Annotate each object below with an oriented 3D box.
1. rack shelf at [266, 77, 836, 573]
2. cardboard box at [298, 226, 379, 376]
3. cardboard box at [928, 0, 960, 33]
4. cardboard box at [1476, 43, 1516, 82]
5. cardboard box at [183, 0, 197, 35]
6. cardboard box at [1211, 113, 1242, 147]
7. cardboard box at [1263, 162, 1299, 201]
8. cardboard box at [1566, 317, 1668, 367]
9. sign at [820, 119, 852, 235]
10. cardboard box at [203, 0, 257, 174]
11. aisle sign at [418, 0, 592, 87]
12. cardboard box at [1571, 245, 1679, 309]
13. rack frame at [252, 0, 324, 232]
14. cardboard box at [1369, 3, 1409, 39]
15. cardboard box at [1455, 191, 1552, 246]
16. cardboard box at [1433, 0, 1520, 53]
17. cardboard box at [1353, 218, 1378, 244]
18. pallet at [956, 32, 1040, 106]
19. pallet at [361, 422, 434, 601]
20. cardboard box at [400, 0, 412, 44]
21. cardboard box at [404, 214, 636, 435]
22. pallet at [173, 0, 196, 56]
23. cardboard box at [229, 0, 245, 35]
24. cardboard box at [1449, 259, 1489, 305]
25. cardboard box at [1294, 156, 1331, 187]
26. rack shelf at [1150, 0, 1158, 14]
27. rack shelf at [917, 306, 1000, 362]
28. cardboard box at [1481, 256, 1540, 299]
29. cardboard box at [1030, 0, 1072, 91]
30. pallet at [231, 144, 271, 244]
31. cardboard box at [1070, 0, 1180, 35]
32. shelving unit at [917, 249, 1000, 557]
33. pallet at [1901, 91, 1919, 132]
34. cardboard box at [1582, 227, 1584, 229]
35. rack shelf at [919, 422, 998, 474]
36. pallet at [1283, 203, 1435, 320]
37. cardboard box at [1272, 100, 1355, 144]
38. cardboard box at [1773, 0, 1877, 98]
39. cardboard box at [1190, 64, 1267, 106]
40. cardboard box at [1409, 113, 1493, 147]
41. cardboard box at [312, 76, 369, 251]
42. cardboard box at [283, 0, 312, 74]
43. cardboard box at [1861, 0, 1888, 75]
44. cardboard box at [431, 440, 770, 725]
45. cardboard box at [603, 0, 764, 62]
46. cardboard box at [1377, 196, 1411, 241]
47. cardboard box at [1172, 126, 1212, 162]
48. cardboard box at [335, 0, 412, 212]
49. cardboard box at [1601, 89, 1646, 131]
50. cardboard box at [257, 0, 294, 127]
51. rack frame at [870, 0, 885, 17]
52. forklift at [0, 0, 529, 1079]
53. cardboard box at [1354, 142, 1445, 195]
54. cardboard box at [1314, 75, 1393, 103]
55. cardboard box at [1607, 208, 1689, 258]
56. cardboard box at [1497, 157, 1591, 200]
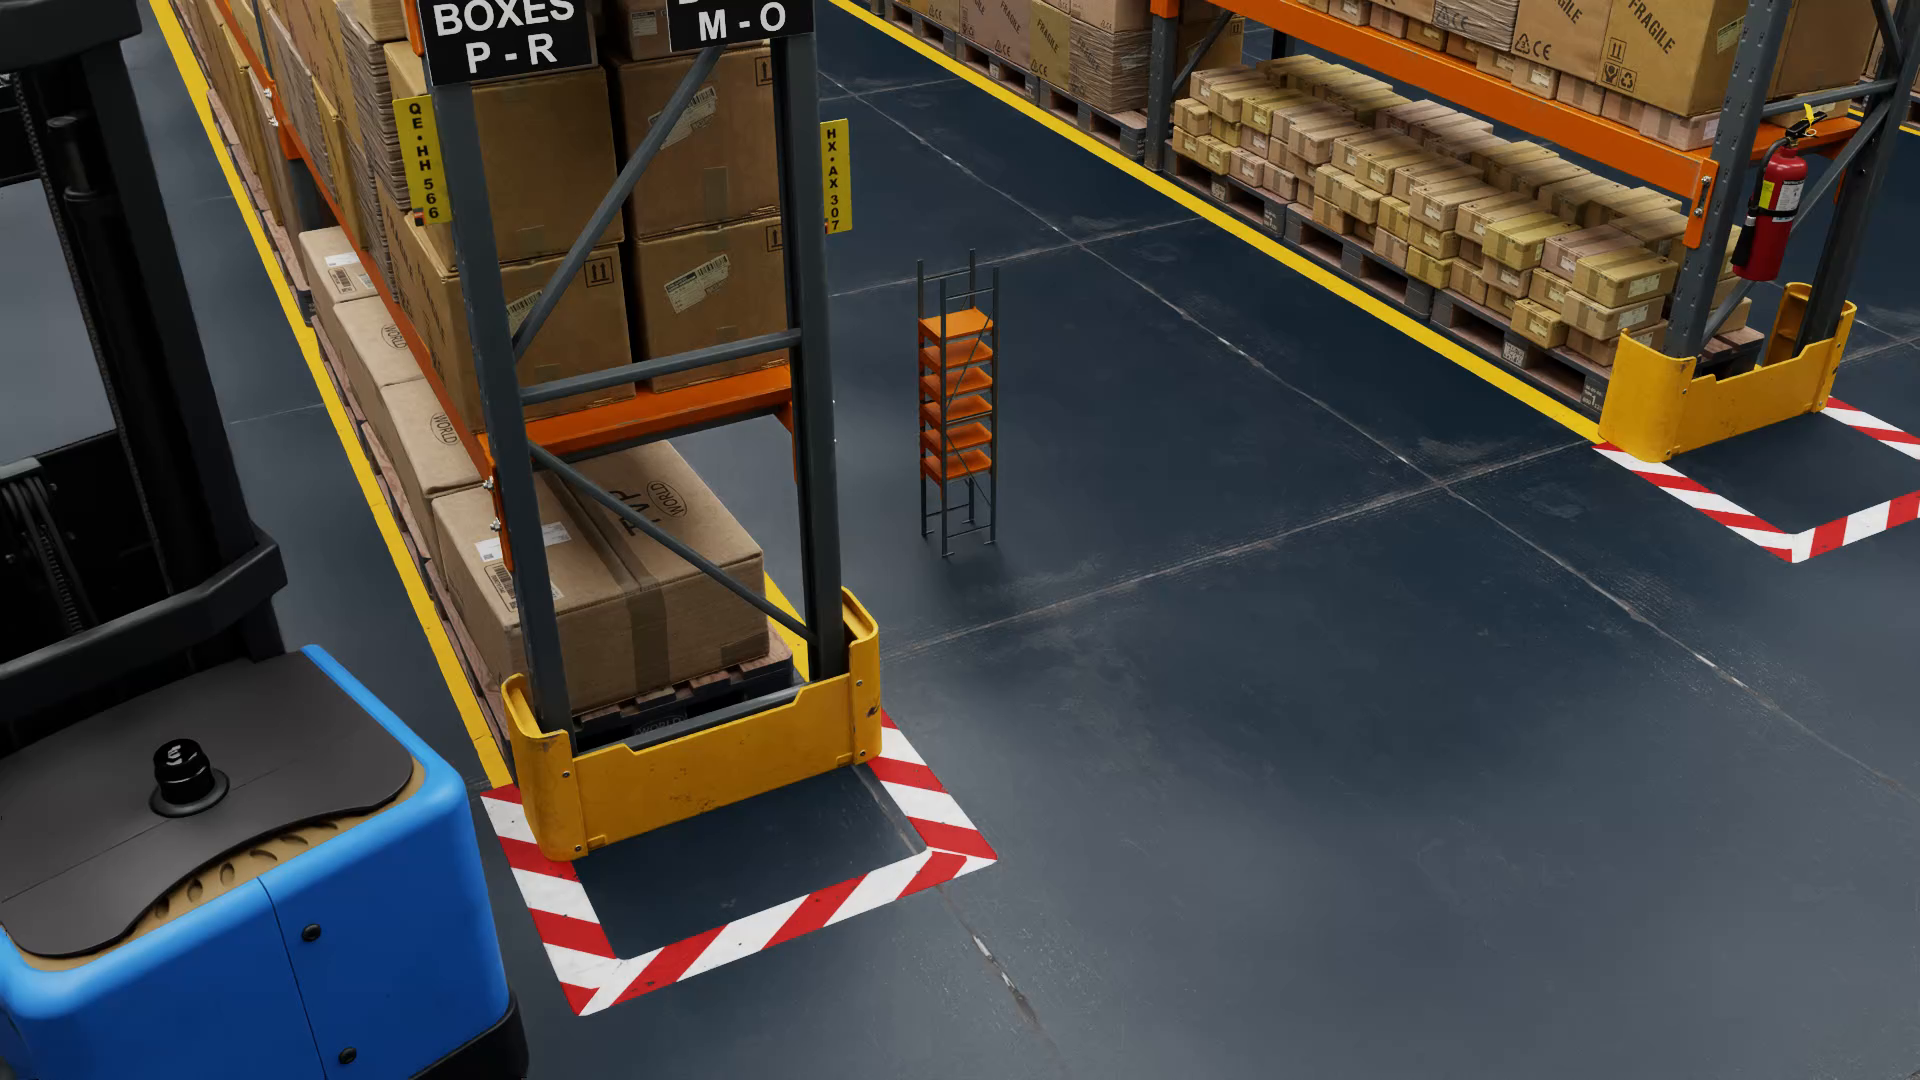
[{"bbox_3d":[-1.782,-1.138,6.412,1.077,0.370,4.000,-16,36,-23],"label":"rack shelf"},{"bbox_3d":[-2.517,-1.166,7.776,0.875,0.438,0.875,-16,36,-24],"label":"cardboard box"},{"bbox_3d":[0.094,-4.081,12.267,0.500,0.500,0.500,-15,36,-23],"label":"cardboard box"},{"bbox_3d":[2.631,-2.251,7.716,0.380,0.149,0.250,-18,37,-25],"label":"cardboard box"},{"bbox_3d":[-5.185,-3.996,12.254,0.950,0.372,0.625,-17,36,-24],"label":"cardboard box"},{"bbox_3d":[1.701,-2.438,9.753,0.380,0.149,0.250,-16,36,-23],"label":"cardboard box"},{"bbox_3d":[1.951,-2.069,9.452,0.380,0.149,0.250,-17,36,-24],"label":"cardboard box"},{"bbox_3d":[3.052,-0.954,7.713,0.380,0.149,0.250,-15,36,-22],"label":"cardboard box"},{"bbox_3d":[-0.356,-1.021,4.686,0.100,0.325,0.005,-16,36,-23],"label":"sign"},{"bbox_3d":[-3.919,-2.809,9.934,0.875,0.875,0.875,-15,36,-23],"label":"cardboard box"},{"bbox_3d":[-1.090,-1.468,3.851,0.394,0.787,0.004,-16,36,-23],"label":"aisle sign"},{"bbox_3d":[3.011,-1.195,7.537,0.380,0.149,0.250,-15,36,-23],"label":"cardboard box"},{"bbox_3d":[-2.715,-2.395,7.707,1.000,3.000,0.127,-16,36,-23],"label":"rack frame"},{"bbox_3d":[2.283,-2.632,8.311,0.380,0.149,0.250,-14,35,-21],"label":"cardboard box"},{"bbox_3d":[2.647,-1.561,8.107,0.380,0.149,0.250,-17,37,-25],"label":"cardboard box"},{"bbox_3d":[2.565,-2.583,7.633,0.500,0.500,0.500,-16,36,-23],"label":"cardboard box"},{"bbox_3d":[2.334,-1.695,8.868,0.380,0.149,0.250,-15,36,-22],"label":"cardboard box"},{"bbox_3d":[0.680,-3.468,11.968,1.003,0.211,1.213,-16,36,-23],"label":"pallet"},{"bbox_3d":[-1.856,-0.255,6.953,1.003,0.211,1.213,-16,36,-23],"label":"pallet"},{"bbox_3d":[-1.334,-1.458,4.625,0.380,0.149,0.250,-15,36,-22],"label":"cardboard box"},{"bbox_3d":[-1.309,-0.692,4.956,0.500,0.500,0.500,-16,36,-23],"label":"cardboard box"},{"bbox_3d":[-5.507,-4.084,12.930,1.003,0.211,1.213,-16,36,-23],"label":"pallet"},{"bbox_3d":[-3.383,-2.726,8.363,0.500,0.250,0.500,-16,36,-24],"label":"cardboard box"},{"bbox_3d":[2.669,-1.314,8.274,0.380,0.149,0.250,-15,36,-23],"label":"cardboard box"},{"bbox_3d":[2.077,-2.064,9.169,0.380,0.149,0.250,-14,35,-21],"label":"cardboard box"},{"bbox_3d":[0.685,-4.340,11.410,1.077,0.370,4.000,-16,36,-23],"label":"rack shelf"},{"bbox_3d":[-0.007,-0.778,6.267,0.258,0.103,0.180,-16,36,-23],"label":"rack shelf"},{"bbox_3d":[2.740,-1.309,7.990,0.380,0.149,0.250,-17,37,-25],"label":"cardboard box"},{"bbox_3d":[0.811,-3.347,11.122,0.500,0.500,0.500,-17,36,-24],"label":"cardboard box"},{"bbox_3d":[-3.714,-2.153,9.915,1.003,0.211,1.213,-16,36,-23],"label":"pallet"},{"bbox_3d":[1.046,-3.420,10.540,0.500,0.250,0.500,-17,36,-24],"label":"cardboard box"},{"bbox_3d":[-0.007,-0.512,6.437,0.258,1.200,0.189,-16,36,-23],"label":"shelving unit"},{"bbox_3d":[6.910,-2.748,10.843,1.003,0.211,1.213,-16,36,-23],"label":"pallet"},{"bbox_3d":[3.171,-1.585,8.421,0.380,0.149,0.250,-15,35,-22],"label":"cardboard box"},{"bbox_3d":[-0.007,-0.374,6.526,0.258,0.103,0.180,-16,36,-23],"label":"rack shelf"},{"bbox_3d":[2.535,-1.619,9.082,1.003,0.211,1.213,-16,36,-23],"label":"pallet"},{"bbox_3d":[1.974,-2.325,9.301,0.380,0.149,0.250,-17,36,-24],"label":"cardboard box"},{"bbox_3d":[3.517,-2.230,7.082,0.500,0.500,0.500,-14,35,-21],"label":"cardboard box"},{"bbox_3d":[1.595,-2.699,9.883,0.380,0.149,0.250,-14,35,-21],"label":"cardboard box"},{"bbox_3d":[2.687,-2.207,9.116,0.380,0.149,0.250,-17,36,-25],"label":"cardboard box"},{"bbox_3d":[-2.030,-1.421,6.095,0.500,0.500,0.500,-15,35,-22],"label":"cardboard box"},{"bbox_3d":[-2.248,-2.080,6.196,0.500,0.500,0.500,-15,36,-22],"label":"cardboard box"},{"bbox_3d":[6.289,-3.835,11.535,0.875,0.875,0.875,-16,36,-23],"label":"cardboard box"},{"bbox_3d":[-1.246,0.126,5.758,0.875,0.438,0.875,-17,36,-25],"label":"cardboard box"},{"bbox_3d":[-0.770,-1.461,4.629,0.380,0.149,0.250,-15,36,-22],"label":"cardboard box"},{"bbox_3d":[2.384,-1.679,8.568,0.380,0.149,0.250,-14,35,-21],"label":"cardboard box"},{"bbox_3d":[1.503,-2.410,9.985,0.380,0.149,0.250,-18,37,-25],"label":"cardboard box"},{"bbox_3d":[-1.555,-1.361,5.075,0.500,0.500,0.500,-16,36,-23],"label":"cardboard box"},{"bbox_3d":[2.998,-1.886,7.146,0.380,0.149,0.250,-16,36,-23],"label":"cardboard box"},{"bbox_3d":[-2.727,-2.147,7.228,0.500,0.500,0.500,-15,35,-22],"label":"cardboard box"},{"bbox_3d":[-0.248,-5.597,12.706,1.000,3.000,0.127,-16,36,-23],"label":"rack frame"},{"bbox_3d":[-2.538,-0.156,4.277,1.130,2.935,3.031,-28,42,-36],"label":"forklift"},{"bbox_3d":[2.301,-1.946,8.709,0.380,0.149,0.250,-16,36,-23],"label":"cardboard box"},{"bbox_3d":[2.290,-2.582,9.701,0.380,0.149,0.250,-16,36,-24],"label":"cardboard box"},{"bbox_3d":[3.304,-1.443,7.924,0.380,0.149,0.250,-15,36,-22],"label":"cardboard box"},{"bbox_3d":[2.990,-1.828,8.524,0.380,0.149,0.250,-14,35,-21],"label":"cardboard box"}]
